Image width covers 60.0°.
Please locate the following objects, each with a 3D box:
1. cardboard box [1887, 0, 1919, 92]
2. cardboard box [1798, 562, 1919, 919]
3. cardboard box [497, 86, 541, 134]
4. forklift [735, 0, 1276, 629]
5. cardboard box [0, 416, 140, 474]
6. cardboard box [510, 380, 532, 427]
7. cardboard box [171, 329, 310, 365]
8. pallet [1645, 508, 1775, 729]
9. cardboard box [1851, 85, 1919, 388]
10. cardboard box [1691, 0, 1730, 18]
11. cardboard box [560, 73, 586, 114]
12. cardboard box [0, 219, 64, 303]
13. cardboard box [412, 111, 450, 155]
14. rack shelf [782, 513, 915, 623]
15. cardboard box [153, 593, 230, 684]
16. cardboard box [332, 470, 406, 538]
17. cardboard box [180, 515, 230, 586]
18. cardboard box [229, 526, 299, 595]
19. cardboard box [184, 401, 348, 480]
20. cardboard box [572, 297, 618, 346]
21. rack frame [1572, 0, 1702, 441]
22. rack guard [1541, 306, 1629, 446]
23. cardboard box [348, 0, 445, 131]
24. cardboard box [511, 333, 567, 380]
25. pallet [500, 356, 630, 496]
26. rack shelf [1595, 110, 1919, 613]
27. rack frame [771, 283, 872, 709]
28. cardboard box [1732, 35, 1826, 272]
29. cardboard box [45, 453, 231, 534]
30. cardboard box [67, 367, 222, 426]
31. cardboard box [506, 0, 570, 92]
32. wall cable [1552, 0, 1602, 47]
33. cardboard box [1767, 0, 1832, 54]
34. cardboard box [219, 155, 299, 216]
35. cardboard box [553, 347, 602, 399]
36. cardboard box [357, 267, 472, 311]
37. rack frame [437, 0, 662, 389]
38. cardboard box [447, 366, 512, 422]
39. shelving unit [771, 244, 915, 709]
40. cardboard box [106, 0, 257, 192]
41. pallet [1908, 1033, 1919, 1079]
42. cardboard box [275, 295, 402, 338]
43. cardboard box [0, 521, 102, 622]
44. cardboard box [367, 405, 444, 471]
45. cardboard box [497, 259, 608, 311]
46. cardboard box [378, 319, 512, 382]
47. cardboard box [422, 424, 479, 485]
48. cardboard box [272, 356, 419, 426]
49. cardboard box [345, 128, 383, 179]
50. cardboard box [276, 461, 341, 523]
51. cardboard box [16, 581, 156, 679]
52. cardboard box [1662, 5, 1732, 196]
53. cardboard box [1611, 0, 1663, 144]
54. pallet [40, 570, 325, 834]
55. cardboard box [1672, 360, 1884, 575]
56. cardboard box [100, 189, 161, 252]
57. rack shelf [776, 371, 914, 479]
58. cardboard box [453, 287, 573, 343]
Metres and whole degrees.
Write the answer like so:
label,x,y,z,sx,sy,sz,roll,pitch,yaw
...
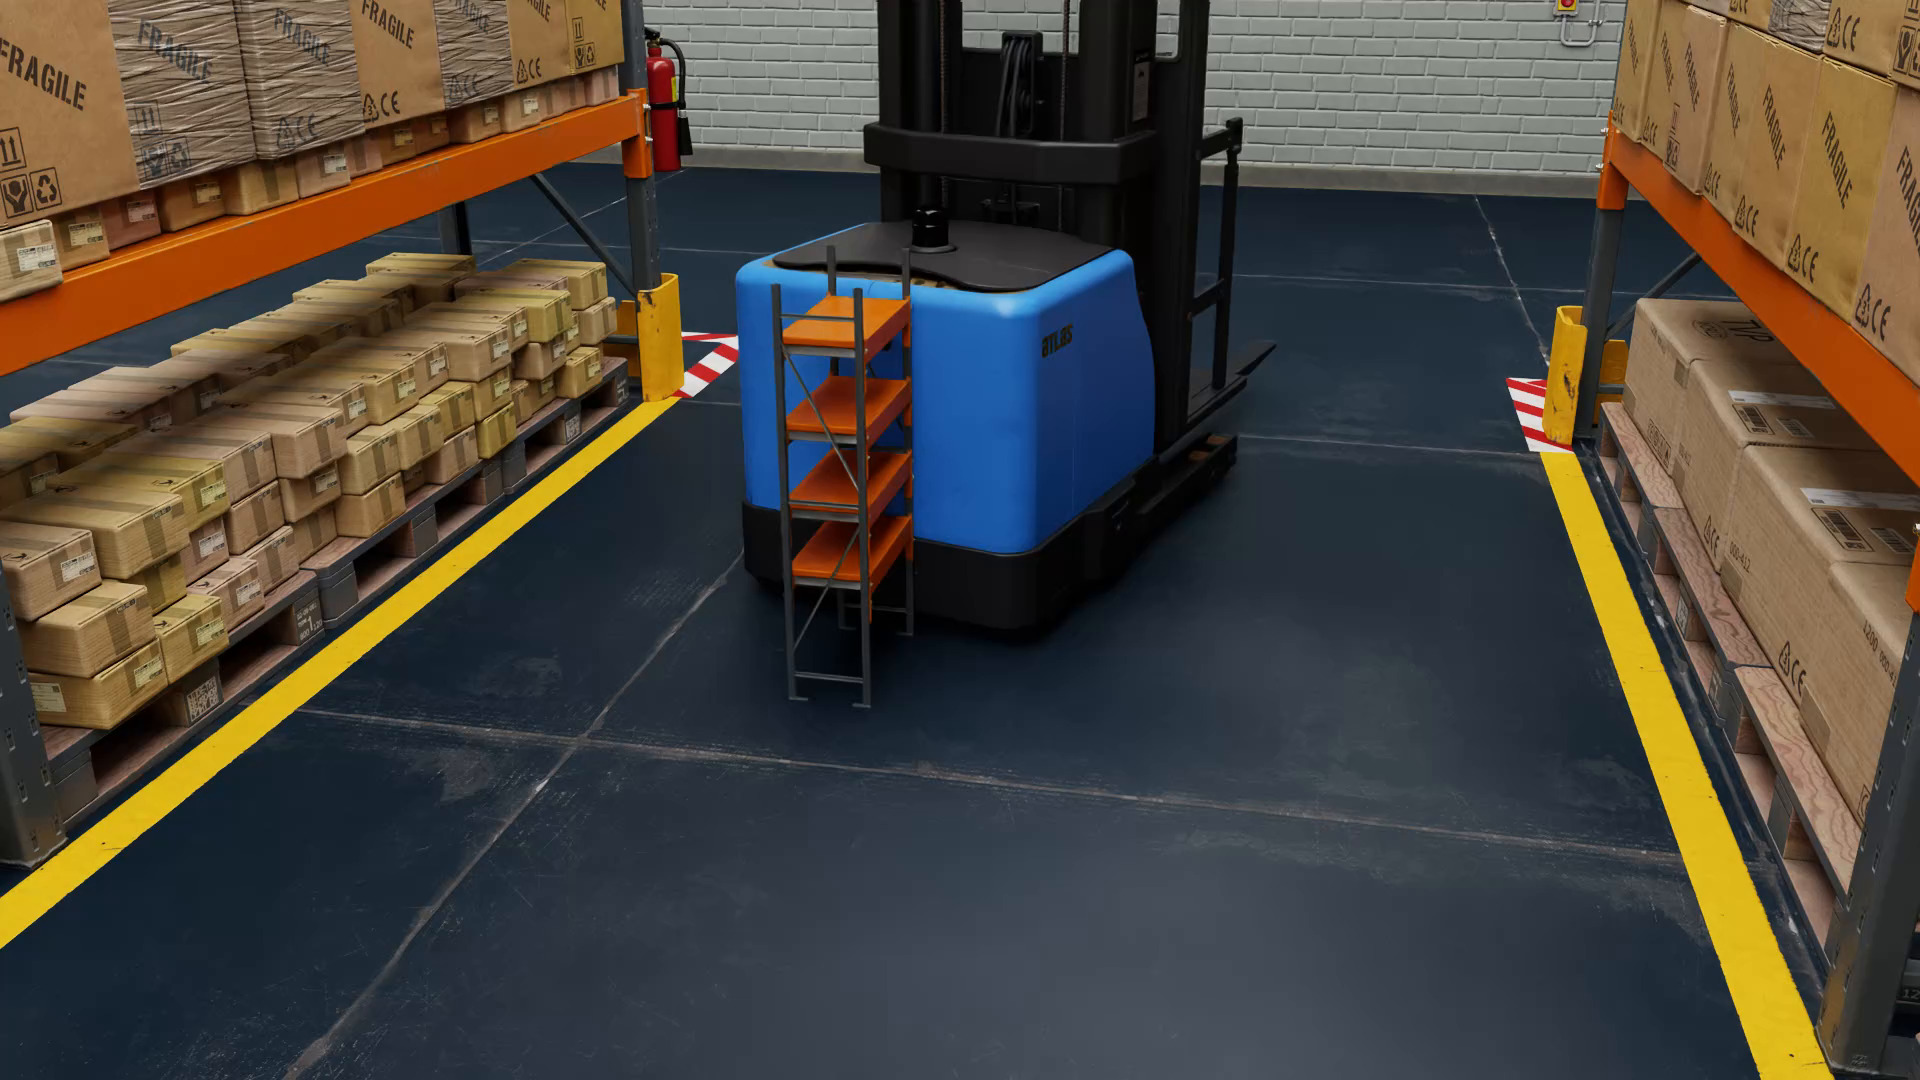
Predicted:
label,x,y,z,sx,sy,sz,roll,pitch,yaw
cardboard box,2.033,-1.035,2.936,0.500,0.500,0.500,4,22,10
cardboard box,2.440,0.441,3.610,0.875,0.438,0.875,4,22,10
cardboard box,-1.786,-1.601,6.150,0.380,0.149,0.250,5,22,12
forklift,0.424,-1.602,5.909,1.130,2.935,3.031,11,24,25
cardboard box,-2.655,-0.247,4.909,0.380,0.149,0.250,5,23,13
cardboard box,-1.875,-0.515,6.372,0.380,0.149,0.250,5,22,11
cardboard box,-2.532,-0.634,5.871,0.380,0.149,0.250,5,22,12
pallet,2.686,0.243,4.968,1.003,0.211,1.213,4,22,11
cardboard box,2.052,-0.567,3.111,0.500,0.500,0.500,5,22,11
cardboard box,2.451,-1.772,4.766,0.500,0.500,0.500,4,22,11
cardboard box,-1.720,-1.789,6.617,0.380,0.149,0.250,4,22,11
cardboard box,-2.281,-0.634,3.748,0.380,0.149,0.250,5,23,13
cardboard box,-1.982,-1.413,5.682,0.380,0.149,0.250,4,22,9
rack shelf,-0.313,0.064,4.798,0.258,0.148,0.480,5,22,12
cardboard box,-2.216,0.250,4.471,0.380,0.149,0.250,5,22,13
cardboard box,-2.045,-0.130,5.416,0.380,0.149,0.250,4,22,9
cardboard box,-2.294,0.019,4.648,0.380,0.149,0.250,4,22,11
cardboard box,-2.213,0.059,4.947,0.380,0.149,0.250,4,22,10
cardboard box,-2.106,-0.306,5.057,0.380,0.149,0.250,5,22,12
cardboard box,-1.671,-0.930,7.003,0.380,0.149,0.250,4,22,9
rack frame,3.024,-1.794,6.293,1.000,3.000,0.127,4,22,11
rack guard,3.028,-0.643,6.782,1.175,0.500,0.348,4,22,11
cardboard box,-1.999,-1.579,5.227,0.500,0.500,0.500,6,23,14
cardboard box,-1.776,-0.740,6.531,0.380,0.149,0.250,4,22,9
pallet,-2.059,-0.519,6.859,1.003,0.211,1.213,4,22,11
rack shelf,2.615,-0.729,4.611,1.077,0.370,4.000,4,22,11
rack frame,-0.367,-0.093,4.478,0.240,1.200,0.015,5,22,12
cardboard box,2.240,-0.940,4.039,0.500,0.500,0.500,4,22,10
cardboard box,-2.268,-0.122,4.600,0.380,0.149,0.250,4,22,10
cardboard box,-2.647,-0.452,5.419,0.380,0.149,0.250,4,22,9
cardboard box,-1.793,-1.947,6.140,0.500,0.500,0.500,4,22,10
wall cable,4.151,-4.344,11.222,0.585,1.953,0.123,4,22,11
cardboard box,2.239,-1.407,3.859,0.500,0.500,0.500,5,22,12
cardboard box,-2.121,-1.021,4.711,0.380,0.149,0.250,5,22,12
cardboard box,-1.700,-0.697,6.822,0.380,0.149,0.250,5,23,13
cardboard box,-2.221,-1.007,6.796,0.380,0.149,0.250,5,22,12
rack frame,-1.843,-2.134,7.138,1.000,3.000,0.127,4,22,11
cardboard box,-1.869,-0.549,6.058,0.380,0.149,0.250,5,22,12
shelving unit,-0.313,-0.182,4.699,0.258,1.200,0.503,5,22,12
cardboard box,-2.217,-1.199,4.284,0.500,0.500,0.500,4,22,11
pallet,2.124,1.250,2.466,1.003,0.211,1.213,4,22,11
cardboard box,-2.367,-0.828,6.351,0.380,0.149,0.250,3,22,8
cardboard box,-2.386,0.070,4.122,0.380,0.149,0.250,5,23,13
cardboard box,-1.968,-0.354,5.574,0.380,0.149,0.250,5,22,11
cardboard box,-1.703,-1.070,6.952,0.380,0.149,0.250,5,22,12
cardboard box,-1.854,-0.685,5.998,0.380,0.149,0.250,5,23,13
cardboard box,-1.942,-0.319,5.884,0.380,0.149,0.250,5,22,12
cardboard box,-2.042,-0.500,5.536,0.380,0.149,0.250,5,22,11
cardboard box,-2.051,-1.220,5.205,0.380,0.149,0.250,5,23,13
cardboard box,-2.157,-0.179,5.138,0.380,0.149,0.250,6,23,13
cardboard box,-2.272,0.210,4.173,0.380,0.149,0.250,5,23,13
cardboard box,2.447,-1.315,4.969,0.500,0.500,0.500,4,22,11
cardboard box,2.645,-1.687,5.893,0.500,0.500,0.500,4,22,10
pallet,-2.557,0.374,4.643,1.003,0.211,1.213,4,22,11
cardboard box,2.808,-0.216,5.242,0.875,0.438,0.875,5,22,12
cardboard box,-2.298,-0.835,4.249,0.380,0.149,0.250,3,22,9
rack shelf,-0.313,-0.327,4.641,0.258,0.148,0.480,5,22,12
cardboard box,-1.739,-0.878,6.476,0.380,0.149,0.250,4,22,10
